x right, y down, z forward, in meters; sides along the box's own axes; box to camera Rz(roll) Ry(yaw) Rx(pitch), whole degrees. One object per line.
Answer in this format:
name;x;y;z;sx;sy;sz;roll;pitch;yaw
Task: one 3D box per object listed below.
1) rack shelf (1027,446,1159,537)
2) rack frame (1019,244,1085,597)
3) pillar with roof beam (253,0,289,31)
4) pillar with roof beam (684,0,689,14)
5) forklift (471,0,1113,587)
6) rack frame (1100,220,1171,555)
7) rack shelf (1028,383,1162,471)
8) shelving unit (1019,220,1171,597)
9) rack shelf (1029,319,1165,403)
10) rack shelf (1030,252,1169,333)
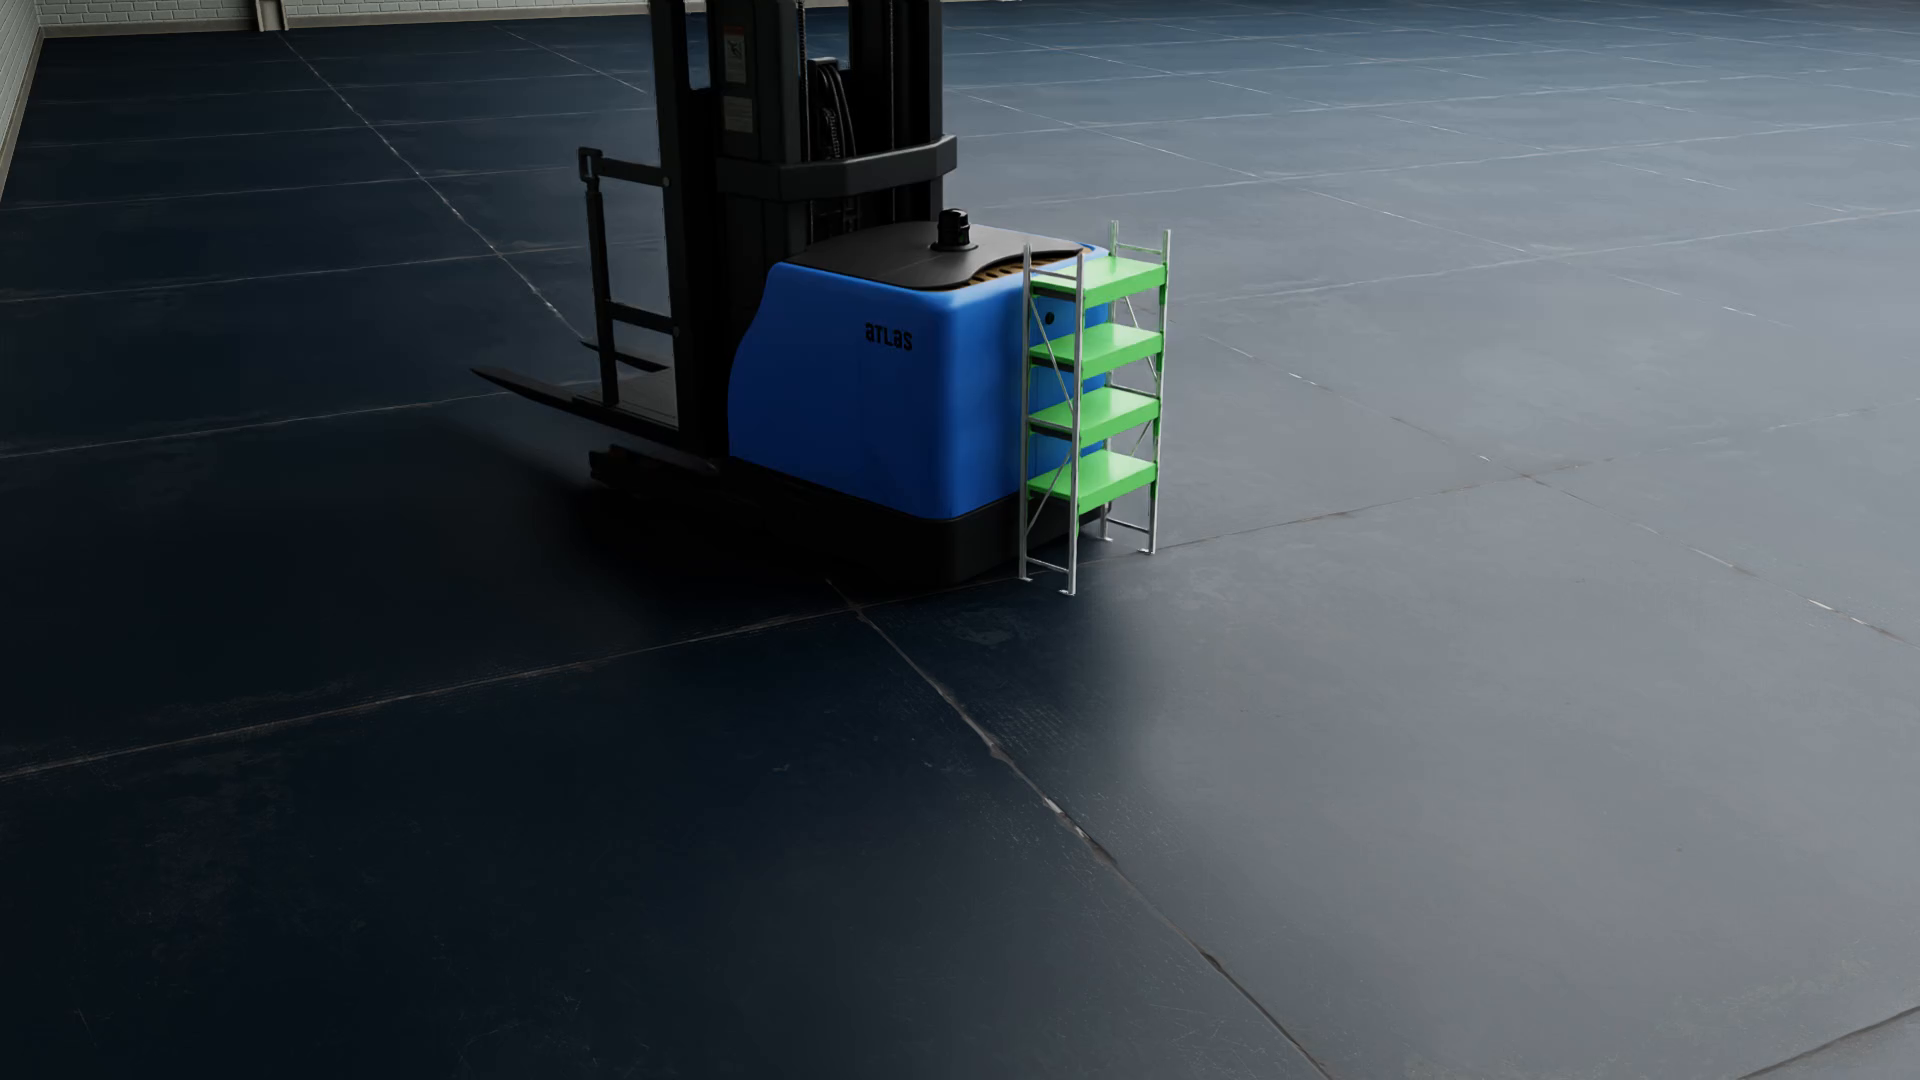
rack shelf;0.463;-0.179;5.908;0.258;0.148;0.480;18;29;37
rack frame;0.304;-0.389;5.621;0.240;1.200;0.015;18;29;37
pillar with roof beam;-8.111;-10.086;18.850;0.400;9.000;9.100;-10;25;-24
pillar with roof beam;-2.704;-11.081;21.254;0.400;9.000;9.100;-10;25;-24
forklift;-0.864;-1.643;6.387;3.031;2.935;1.130;18;29;37
rack frame;0.622;-0.531;5.963;0.240;1.200;0.015;18;29;37
rack shelf;0.463;-0.401;5.816;0.258;0.148;0.480;18;29;37
shelving unit;0.463;-0.460;5.792;0.258;1.200;0.503;18;29;37
rack shelf;0.463;-0.622;5.724;0.258;0.148;0.480;18;29;37
rack shelf;0.463;-0.844;5.633;0.258;0.148;0.480;18;29;37
